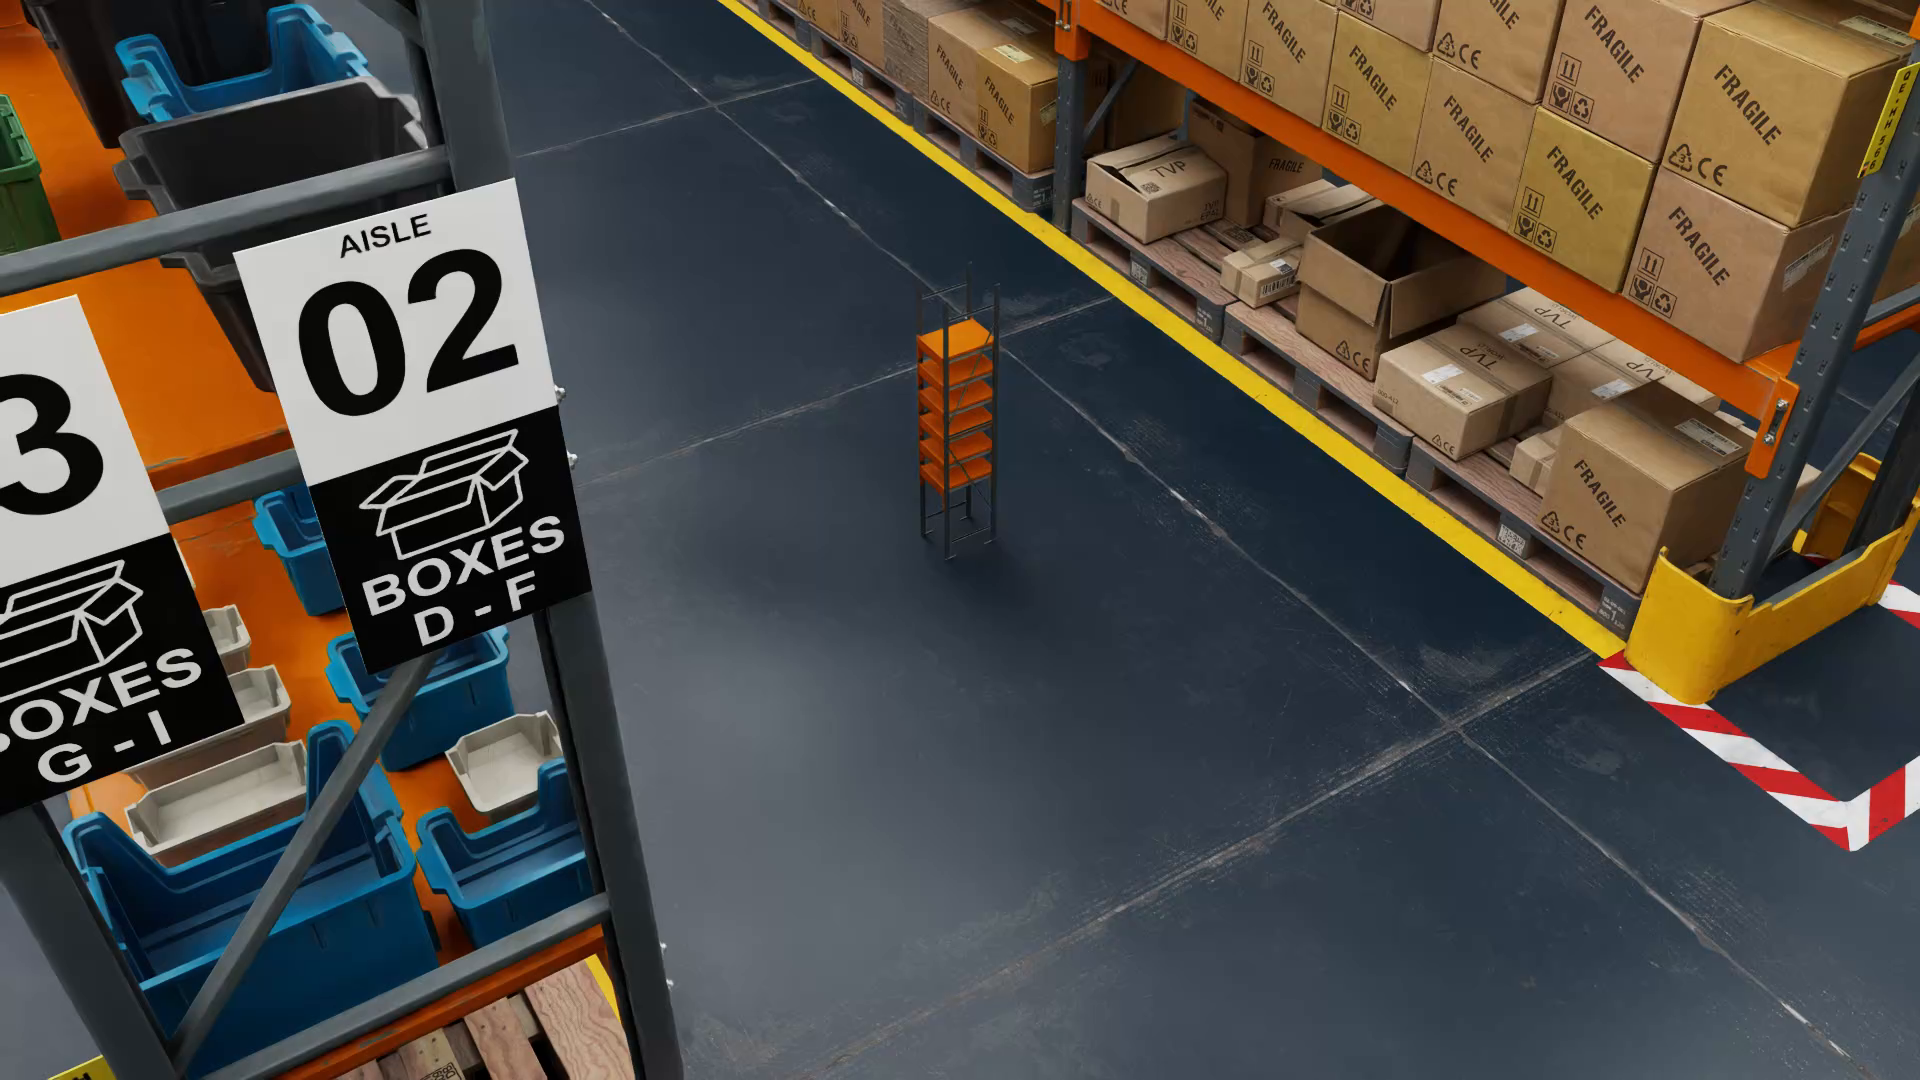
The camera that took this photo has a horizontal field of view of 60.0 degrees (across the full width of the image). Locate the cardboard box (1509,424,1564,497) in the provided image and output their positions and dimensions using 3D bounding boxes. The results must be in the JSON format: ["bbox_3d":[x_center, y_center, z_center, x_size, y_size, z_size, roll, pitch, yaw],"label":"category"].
[{"bbox_3d":[2.443,-0.328,6.670,0.380,0.166,0.250,-22,45,-24],"label":"cardboard box"}]

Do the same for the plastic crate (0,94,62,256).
[{"bbox_3d":[-1.865,-0.591,2.938,0.450,0.188,0.336,-22,45,-24],"label":"plastic crate"}]

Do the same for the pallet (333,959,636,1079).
[{"bbox_3d":[-1.504,1.527,4.753,1.003,0.211,1.213,-22,45,-24],"label":"pallet"}]

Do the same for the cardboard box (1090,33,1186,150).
[{"bbox_3d":[0.879,-2.501,9.018,0.500,0.500,0.500,-24,46,-26],"label":"cardboard box"}]

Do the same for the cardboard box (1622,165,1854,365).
[{"bbox_3d":[2.614,-0.975,5.499,0.500,0.500,0.500,-21,44,-23],"label":"cardboard box"}]

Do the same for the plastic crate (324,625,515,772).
[{"bbox_3d":[-1.303,0.354,4.066,0.416,0.233,0.300,-22,45,-24],"label":"plastic crate"}]

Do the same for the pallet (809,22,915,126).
[{"bbox_3d":[-0.195,-2.962,10.139,1.003,0.211,1.213,-22,45,-24],"label":"pallet"}]

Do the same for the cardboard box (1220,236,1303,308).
[{"bbox_3d":[1.451,-1.264,7.793,0.380,0.166,0.250,-22,45,-24],"label":"cardboard box"}]

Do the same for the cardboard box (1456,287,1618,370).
[{"bbox_3d":[2.494,-0.832,7.210,0.500,0.250,0.500,-22,45,-24],"label":"cardboard box"}]

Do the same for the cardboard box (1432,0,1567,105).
[{"bbox_3d":[2.058,-1.908,5.837,0.500,0.500,0.500,-21,44,-23],"label":"cardboard box"}]

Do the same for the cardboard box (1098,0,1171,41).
[{"bbox_3d":[0.978,-2.617,7.470,0.500,0.500,0.500,-21,44,-23],"label":"cardboard box"}]

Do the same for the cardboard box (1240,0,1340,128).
[{"bbox_3d":[1.523,-2.071,6.814,0.500,0.500,0.500,-22,45,-25],"label":"cardboard box"}]

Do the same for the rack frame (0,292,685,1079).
[{"bbox_3d":[-1.094,0.914,3.310,1.000,3.000,0.127,-22,45,-24],"label":"rack frame"}]

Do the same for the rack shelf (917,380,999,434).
[{"bbox_3d":[-0.008,-0.527,6.327,0.258,0.103,0.180,-22,45,-24],"label":"rack shelf"}]

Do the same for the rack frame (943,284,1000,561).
[{"bbox_3d":[0.041,-0.419,6.316,0.240,1.200,0.006,-22,45,-24],"label":"rack frame"}]

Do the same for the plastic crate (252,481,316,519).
[{"bbox_3d":[-1.818,-0.164,4.687,0.416,0.233,0.300,-22,45,-24],"label":"plastic crate"}]

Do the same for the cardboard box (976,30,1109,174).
[{"bbox_3d":[0.427,-2.324,8.805,0.500,0.500,0.500,-22,45,-25],"label":"cardboard box"}]

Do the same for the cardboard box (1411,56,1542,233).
[{"bbox_3d":[2.069,-1.525,6.159,0.500,0.500,0.500,-22,45,-24],"label":"cardboard box"}]

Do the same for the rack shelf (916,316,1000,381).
[{"bbox_3d":[-0.008,-0.711,6.173,0.258,0.103,0.180,-22,45,-24],"label":"rack shelf"}]

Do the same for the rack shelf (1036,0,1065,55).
[{"bbox_3d":[-0.142,-3.751,9.470,1.077,0.370,4.000,-22,45,-24],"label":"rack shelf"}]

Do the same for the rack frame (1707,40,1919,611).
[{"bbox_3d":[3.085,-0.789,5.353,1.000,3.000,0.127,-22,45,-24],"label":"rack frame"}]

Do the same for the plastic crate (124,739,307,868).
[{"bbox_3d":[-1.685,0.615,3.828,0.396,0.136,0.243,-22,45,-24],"label":"plastic crate"}]

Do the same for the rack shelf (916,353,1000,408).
[{"bbox_3d":[-0.008,-0.619,6.250,0.258,0.103,0.180,-22,45,-24],"label":"rack shelf"}]

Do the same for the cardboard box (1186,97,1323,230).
[{"bbox_3d":[1.479,-1.947,8.352,0.500,0.500,0.500,-22,45,-24],"label":"cardboard box"}]

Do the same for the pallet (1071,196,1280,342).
[{"bbox_3d":[1.302,-1.505,8.392,1.003,0.211,1.213,-22,45,-24],"label":"pallet"}]

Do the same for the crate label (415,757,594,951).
[{"bbox_3d":[-0.949,0.709,3.640,0.416,0.233,0.303,-22,45,-24],"label":"crate label"}]

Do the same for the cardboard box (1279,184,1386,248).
[{"bbox_3d":[1.883,-1.469,7.927,0.500,0.311,0.500,-22,45,-24],"label":"cardboard box"}]

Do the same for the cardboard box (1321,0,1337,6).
[{"bbox_3d":[1.504,-2.463,6.504,0.500,0.500,0.500,-24,45,-26],"label":"cardboard box"}]

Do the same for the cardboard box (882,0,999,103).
[{"bbox_3d":[-0.101,-2.865,9.454,0.500,0.500,0.500,-22,44,-24],"label":"cardboard box"}]

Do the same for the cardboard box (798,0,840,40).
[{"bbox_3d":[-0.661,-3.418,10.118,0.500,0.500,0.500,-23,45,-25],"label":"cardboard box"}]

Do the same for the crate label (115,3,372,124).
[{"bbox_3d":[-1.317,-0.790,3.128,0.408,0.251,0.502,-22,45,-24],"label":"crate label"}]

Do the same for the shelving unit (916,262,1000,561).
[{"bbox_3d":[-0.008,-0.469,6.375,0.258,1.200,0.189,-22,45,-24],"label":"shelving unit"}]

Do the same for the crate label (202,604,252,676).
[{"bbox_3d":[-1.999,0.311,4.192,0.396,0.136,0.243,-22,45,-24],"label":"crate label"}]

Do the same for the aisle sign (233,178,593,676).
[{"bbox_3d":[-0.805,-0.148,2.554,0.394,0.787,0.004,-22,45,-24],"label":"aisle sign"}]

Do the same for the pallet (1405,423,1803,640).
[{"bbox_3d":[2.614,-0.188,6.811,1.003,0.211,1.213,-22,45,-24],"label":"pallet"}]

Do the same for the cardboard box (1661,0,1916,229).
[{"bbox_3d":[2.614,-1.357,5.176,0.500,0.500,0.500,-23,45,-25],"label":"cardboard box"}]

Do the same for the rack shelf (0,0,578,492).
[{"bbox_3d":[-2.169,-1.041,3.875,1.077,0.370,4.000,-22,45,-24],"label":"rack shelf"}]

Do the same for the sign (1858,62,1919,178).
[{"bbox_3d":[2.606,-1.175,4.665,0.100,0.325,0.005,-22,45,-24],"label":"sign"}]

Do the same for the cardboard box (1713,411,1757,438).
[{"bbox_3d":[3.015,-0.349,6.695,0.380,0.166,0.250,-22,45,-24],"label":"cardboard box"}]
